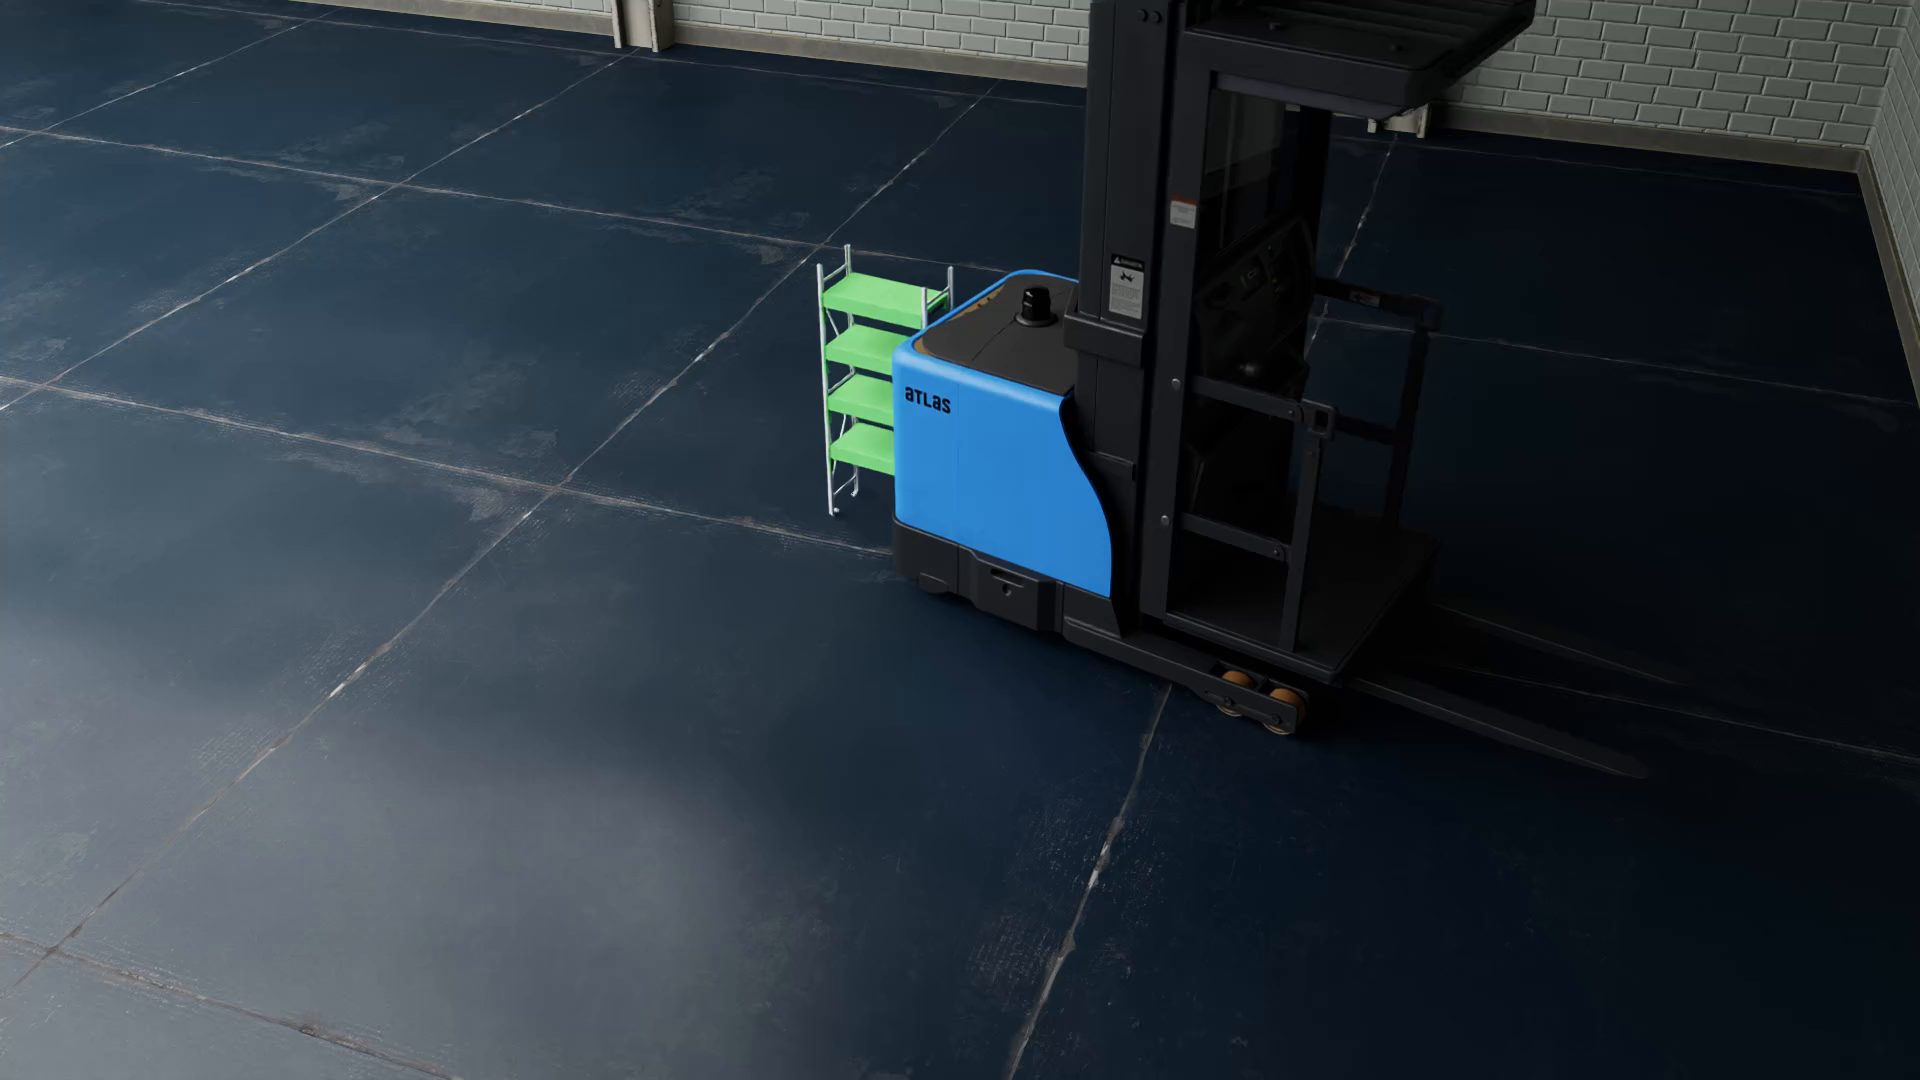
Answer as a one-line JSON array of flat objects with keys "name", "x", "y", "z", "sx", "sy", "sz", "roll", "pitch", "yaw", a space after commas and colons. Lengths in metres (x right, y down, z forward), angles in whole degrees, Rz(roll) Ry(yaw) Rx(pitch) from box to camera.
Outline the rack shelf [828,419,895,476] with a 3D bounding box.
[{"name": "rack shelf", "x": -0.305, "y": -0.356, "z": 7.255, "sx": 0.480, "sy": 0.148, "sz": 0.258, "roll": 16, "pitch": 36, "yaw": 23}]

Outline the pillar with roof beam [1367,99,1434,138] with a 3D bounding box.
[{"name": "pillar with roof beam", "x": 1.653, "y": -4.497, "z": 5.918, "sx": 0.400, "sy": 9.000, "sz": 9.100, "roll": 11, "pitch": 34, "yaw": 16}]

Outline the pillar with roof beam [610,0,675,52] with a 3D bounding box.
[{"name": "pillar with roof beam", "x": -3.996, "y": -5.595, "z": 7.619, "sx": 0.400, "sy": 9.000, "sz": 9.100, "roll": 11, "pitch": 34, "yaw": 16}]

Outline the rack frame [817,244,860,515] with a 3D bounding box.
[{"name": "rack frame", "x": -0.521, "y": -0.673, "z": 7.186, "sx": 0.015, "sy": 1.200, "sz": 0.240, "roll": 16, "pitch": 36, "yaw": 23}]

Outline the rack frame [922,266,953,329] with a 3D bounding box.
[{"name": "rack frame", "x": -0.090, "y": -0.549, "z": 6.994, "sx": 0.015, "sy": 1.200, "sz": 0.240, "roll": 16, "pitch": 36, "yaw": 23}]

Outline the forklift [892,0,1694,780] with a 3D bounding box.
[{"name": "forklift", "x": 1.230, "y": -0.843, "z": 5.854, "sx": 3.031, "sy": 2.935, "sz": 1.130, "roll": 20, "pitch": 38, "yaw": 28}]

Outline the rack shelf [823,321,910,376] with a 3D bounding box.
[{"name": "rack shelf", "x": -0.305, "y": -0.759, "z": 6.995, "sx": 0.480, "sy": 0.148, "sz": 0.258, "roll": 16, "pitch": 36, "yaw": 23}]

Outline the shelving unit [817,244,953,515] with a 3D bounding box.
[{"name": "shelving unit", "x": -0.305, "y": -0.611, "z": 7.090, "sx": 0.503, "sy": 1.200, "sz": 0.258, "roll": 16, "pitch": 36, "yaw": 23}]

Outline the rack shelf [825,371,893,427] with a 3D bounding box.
[{"name": "rack shelf", "x": -0.305, "y": -0.557, "z": 7.125, "sx": 0.480, "sy": 0.148, "sz": 0.258, "roll": 16, "pitch": 36, "yaw": 23}]

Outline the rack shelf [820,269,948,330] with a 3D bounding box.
[{"name": "rack shelf", "x": -0.305, "y": -0.961, "z": 6.865, "sx": 0.480, "sy": 0.148, "sz": 0.258, "roll": 16, "pitch": 36, "yaw": 23}]
